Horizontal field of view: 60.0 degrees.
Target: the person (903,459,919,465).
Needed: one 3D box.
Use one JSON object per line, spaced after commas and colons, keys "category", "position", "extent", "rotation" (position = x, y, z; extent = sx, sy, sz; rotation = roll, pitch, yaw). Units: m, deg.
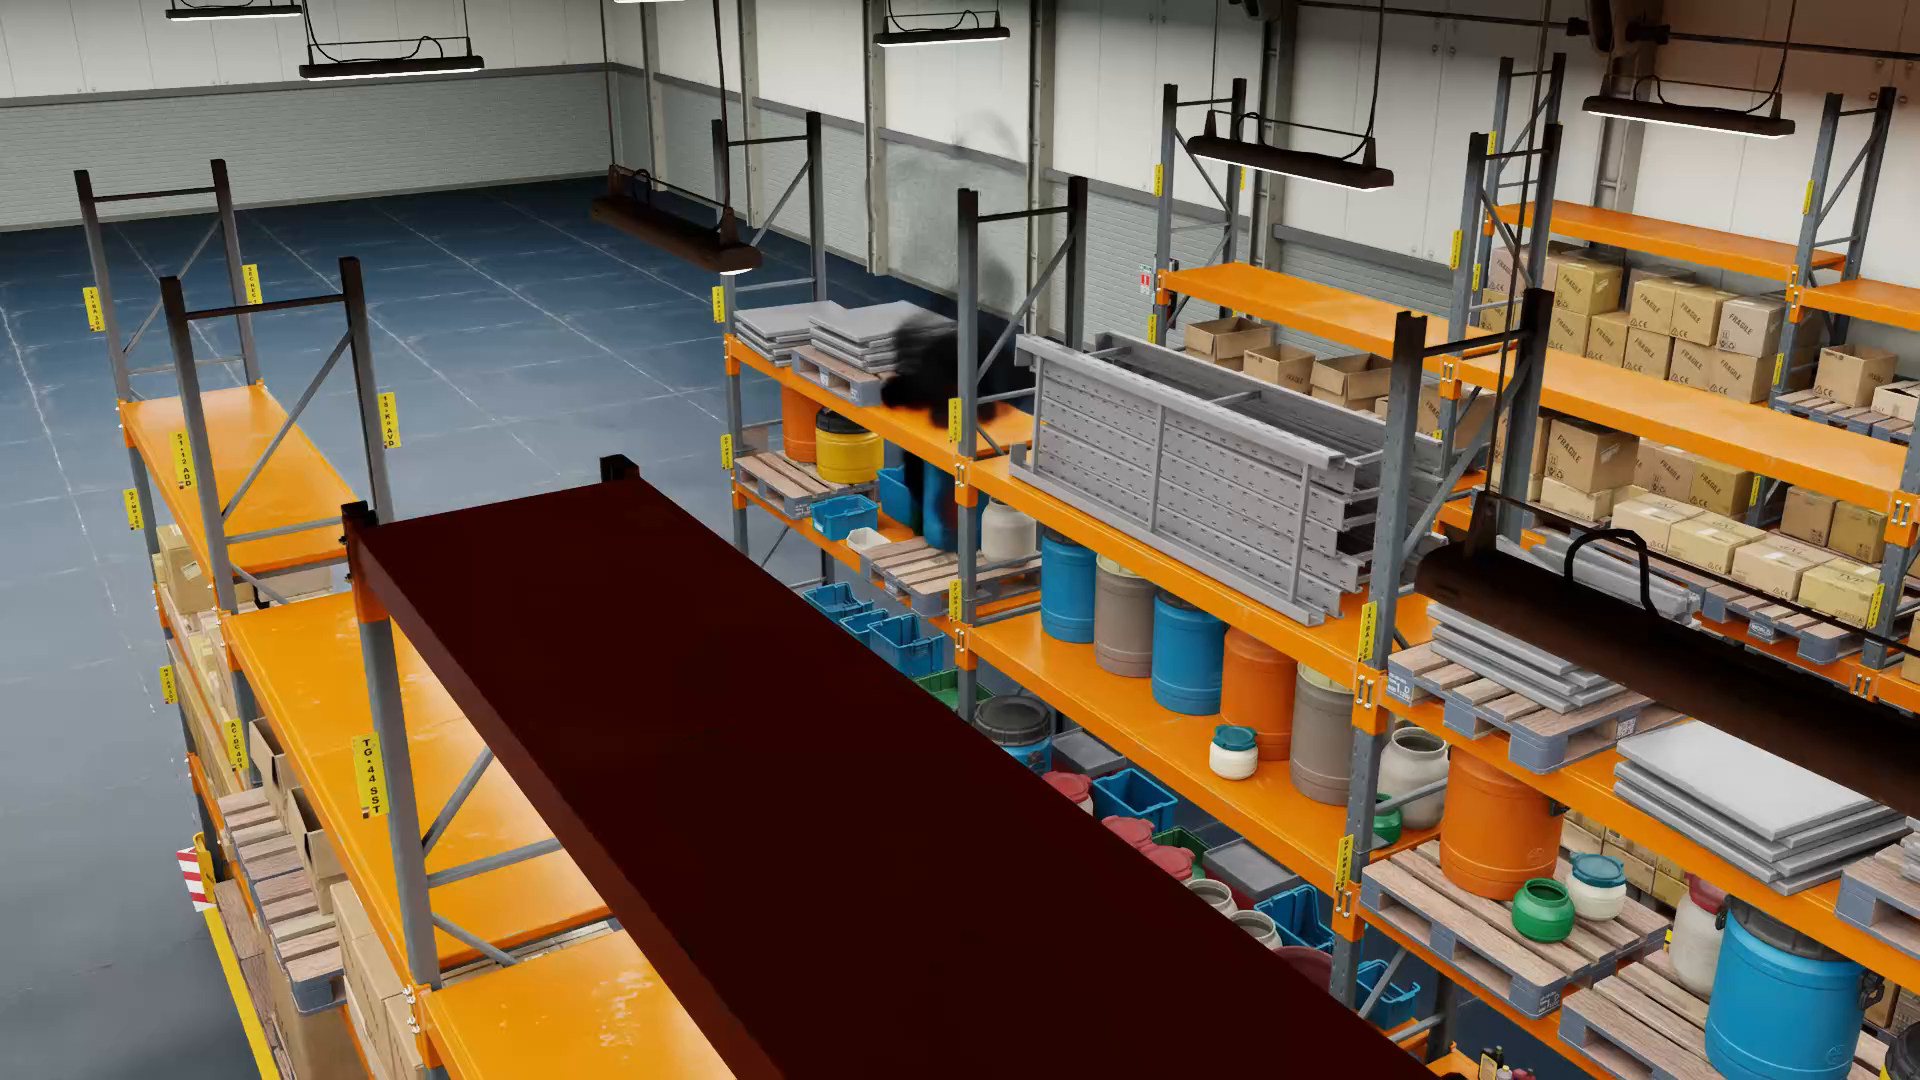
{"category": "person", "position": [-0.534, -0.172, 19.628], "extent": [0.773, 1.661, 0.582], "rotation": [-1, 22, -3]}
